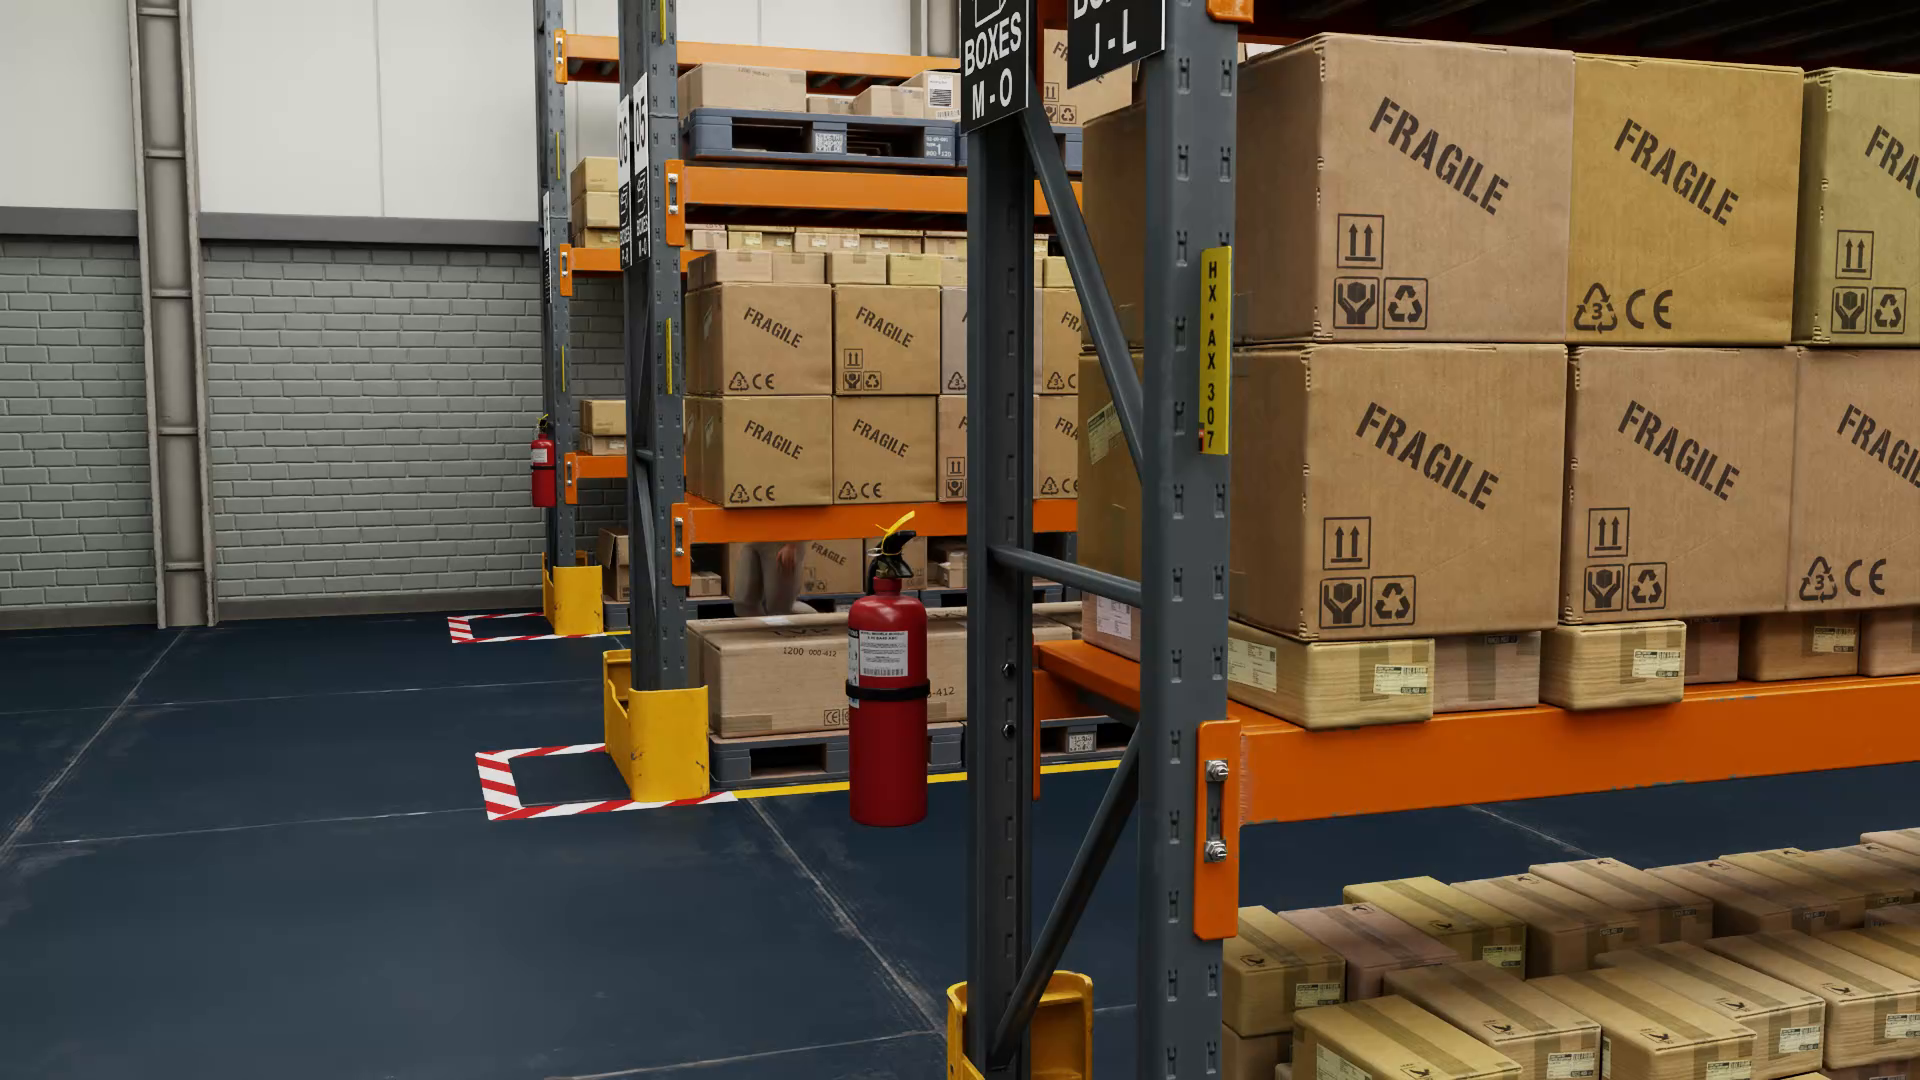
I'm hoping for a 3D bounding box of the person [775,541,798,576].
[{"bbox_3d":[-1.124,-0.302,9.963,0.334,1.047,0.538,-5,7,-39],"label":"person"}]
